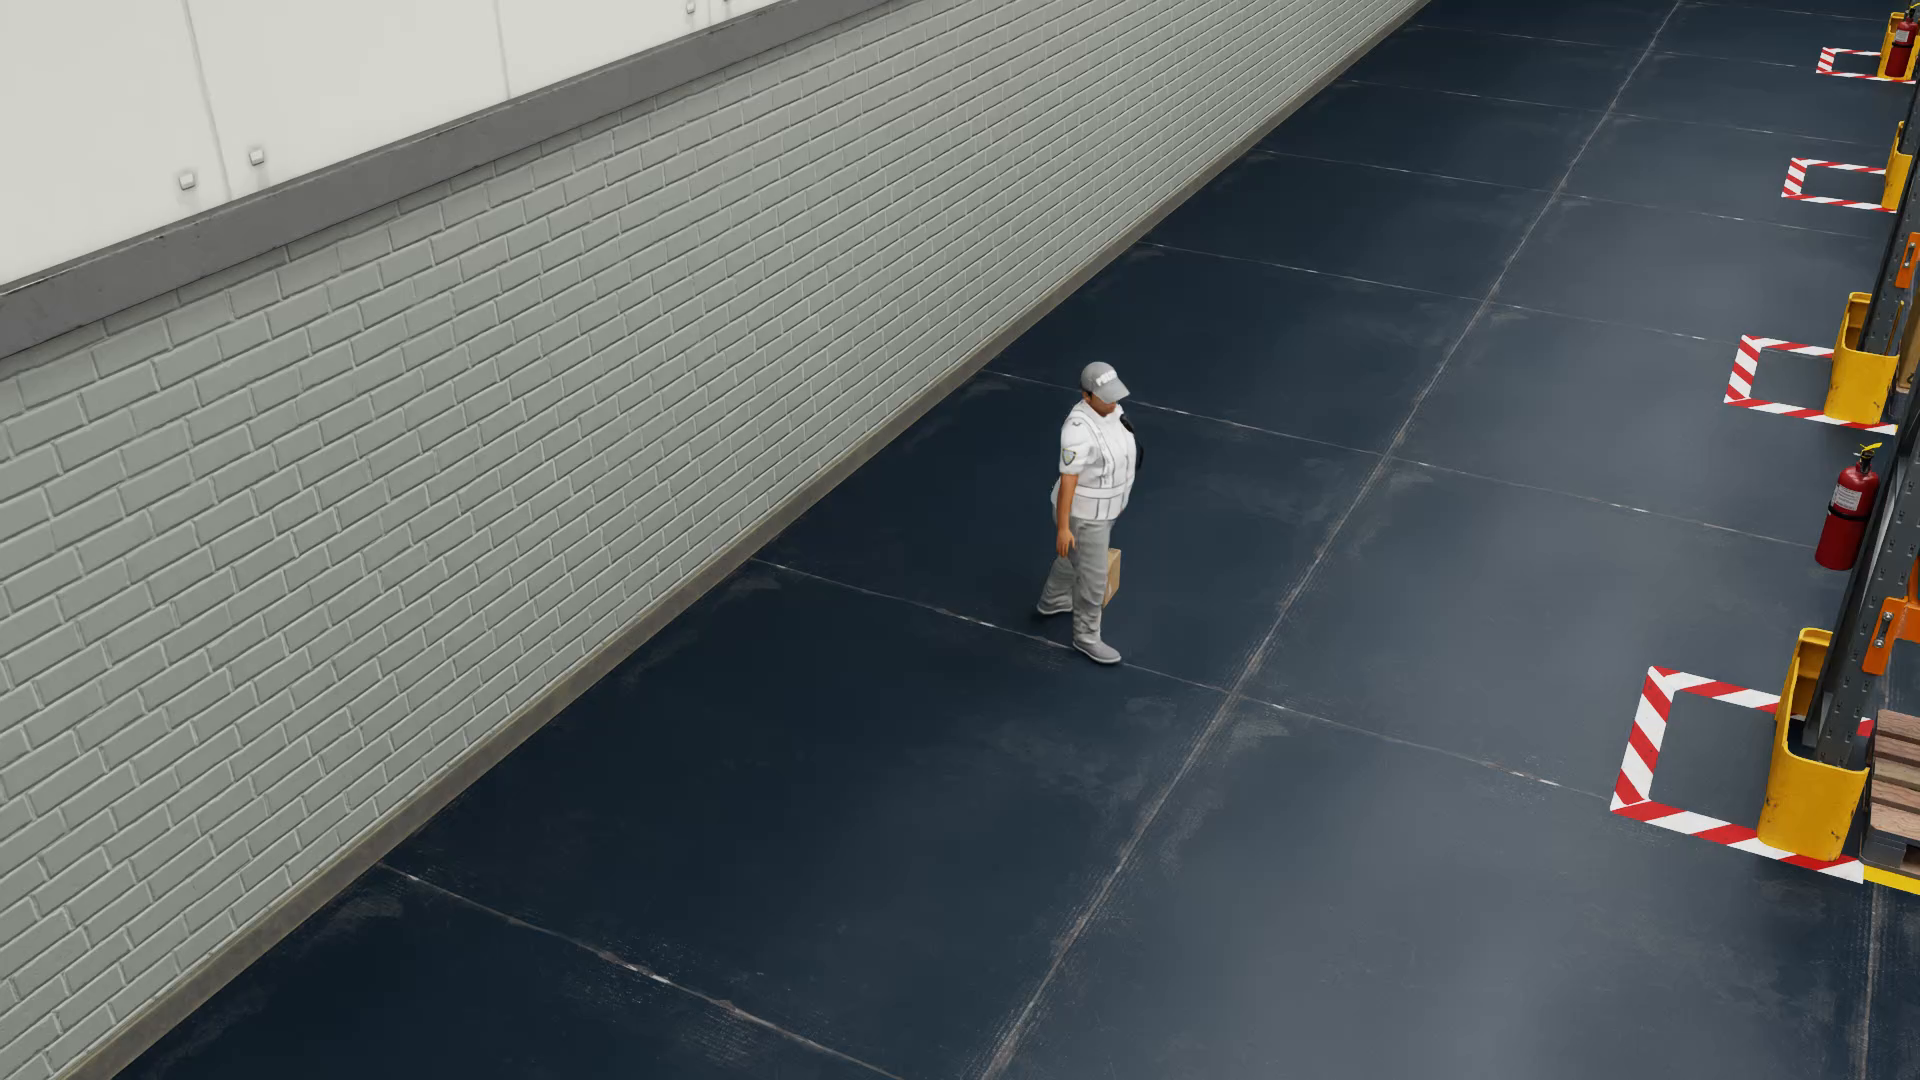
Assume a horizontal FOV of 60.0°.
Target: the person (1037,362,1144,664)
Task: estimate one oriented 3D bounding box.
[{"bbox_3d":[0.645,-0.185,8.599,0.596,1.649,0.645,15,33,24],"label":"person"}]
